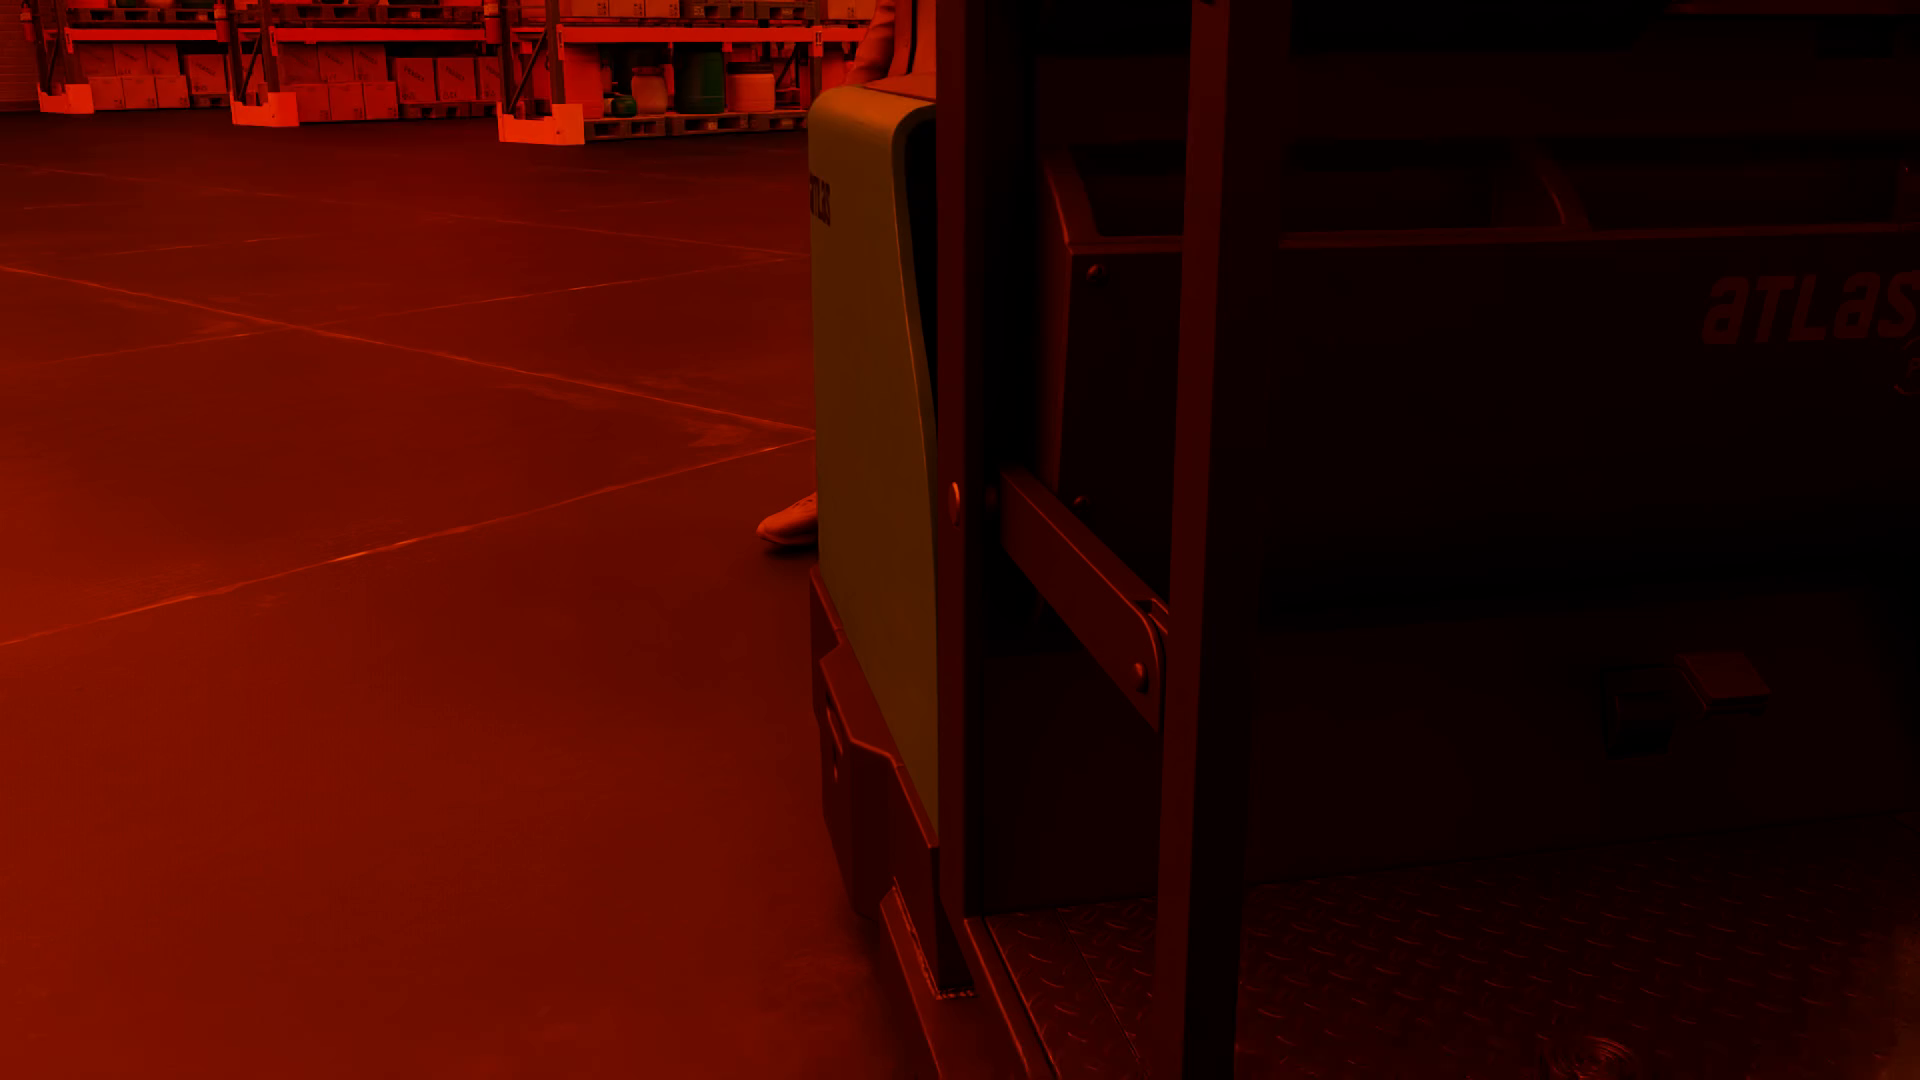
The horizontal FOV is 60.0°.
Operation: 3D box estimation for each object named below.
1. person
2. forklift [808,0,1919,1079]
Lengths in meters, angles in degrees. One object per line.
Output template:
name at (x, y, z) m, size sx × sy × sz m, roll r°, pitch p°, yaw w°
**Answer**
person at (-0.062, -0.837, 3.616) m, size 0.696 × 1.777 × 0.579 m, roll 13°, pitch 21°, yaw 37°
forklift at (0.574, -0.683, 1.146) m, size 1.130 × 2.935 × 3.031 m, roll -4°, pitch 17°, yaw -12°
